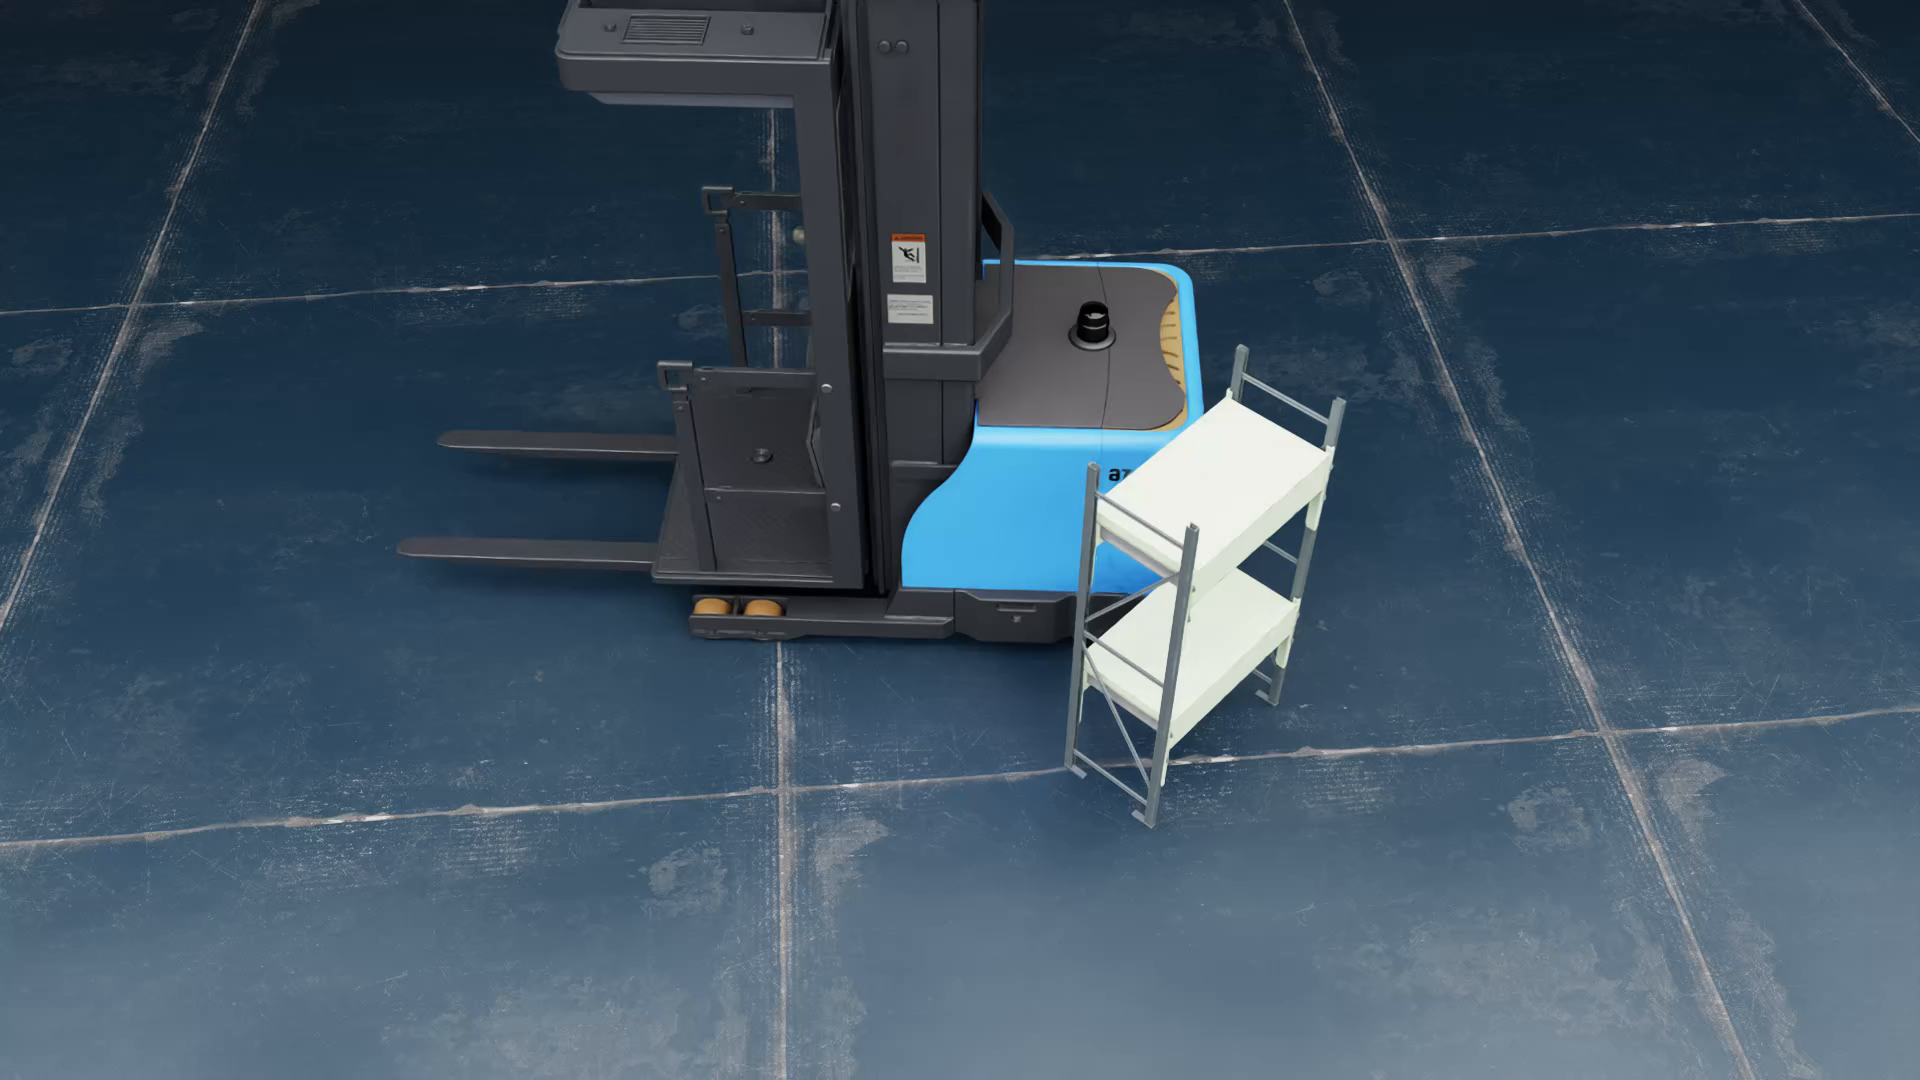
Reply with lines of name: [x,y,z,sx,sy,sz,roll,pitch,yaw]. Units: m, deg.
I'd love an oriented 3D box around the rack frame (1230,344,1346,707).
rack frame: [1.028,-0.001,5.718,0.400,1.500,0.023,34,55,28]

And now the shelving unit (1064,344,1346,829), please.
shelving unit: [0.778,0.193,5.534,0.431,1.500,0.755,34,55,28]

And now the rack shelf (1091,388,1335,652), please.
rack shelf: [0.778,-0.075,5.251,0.431,0.370,0.720,34,55,28]

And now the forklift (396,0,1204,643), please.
forklift: [-0.645,-1.005,5.684,3.031,2.935,1.130,2,47,2]

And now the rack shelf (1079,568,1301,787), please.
rack shelf: [0.778,0.417,5.771,0.431,0.370,0.720,34,55,28]

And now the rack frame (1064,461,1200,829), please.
rack frame: [0.528,0.387,5.351,0.400,1.500,0.023,34,55,28]
